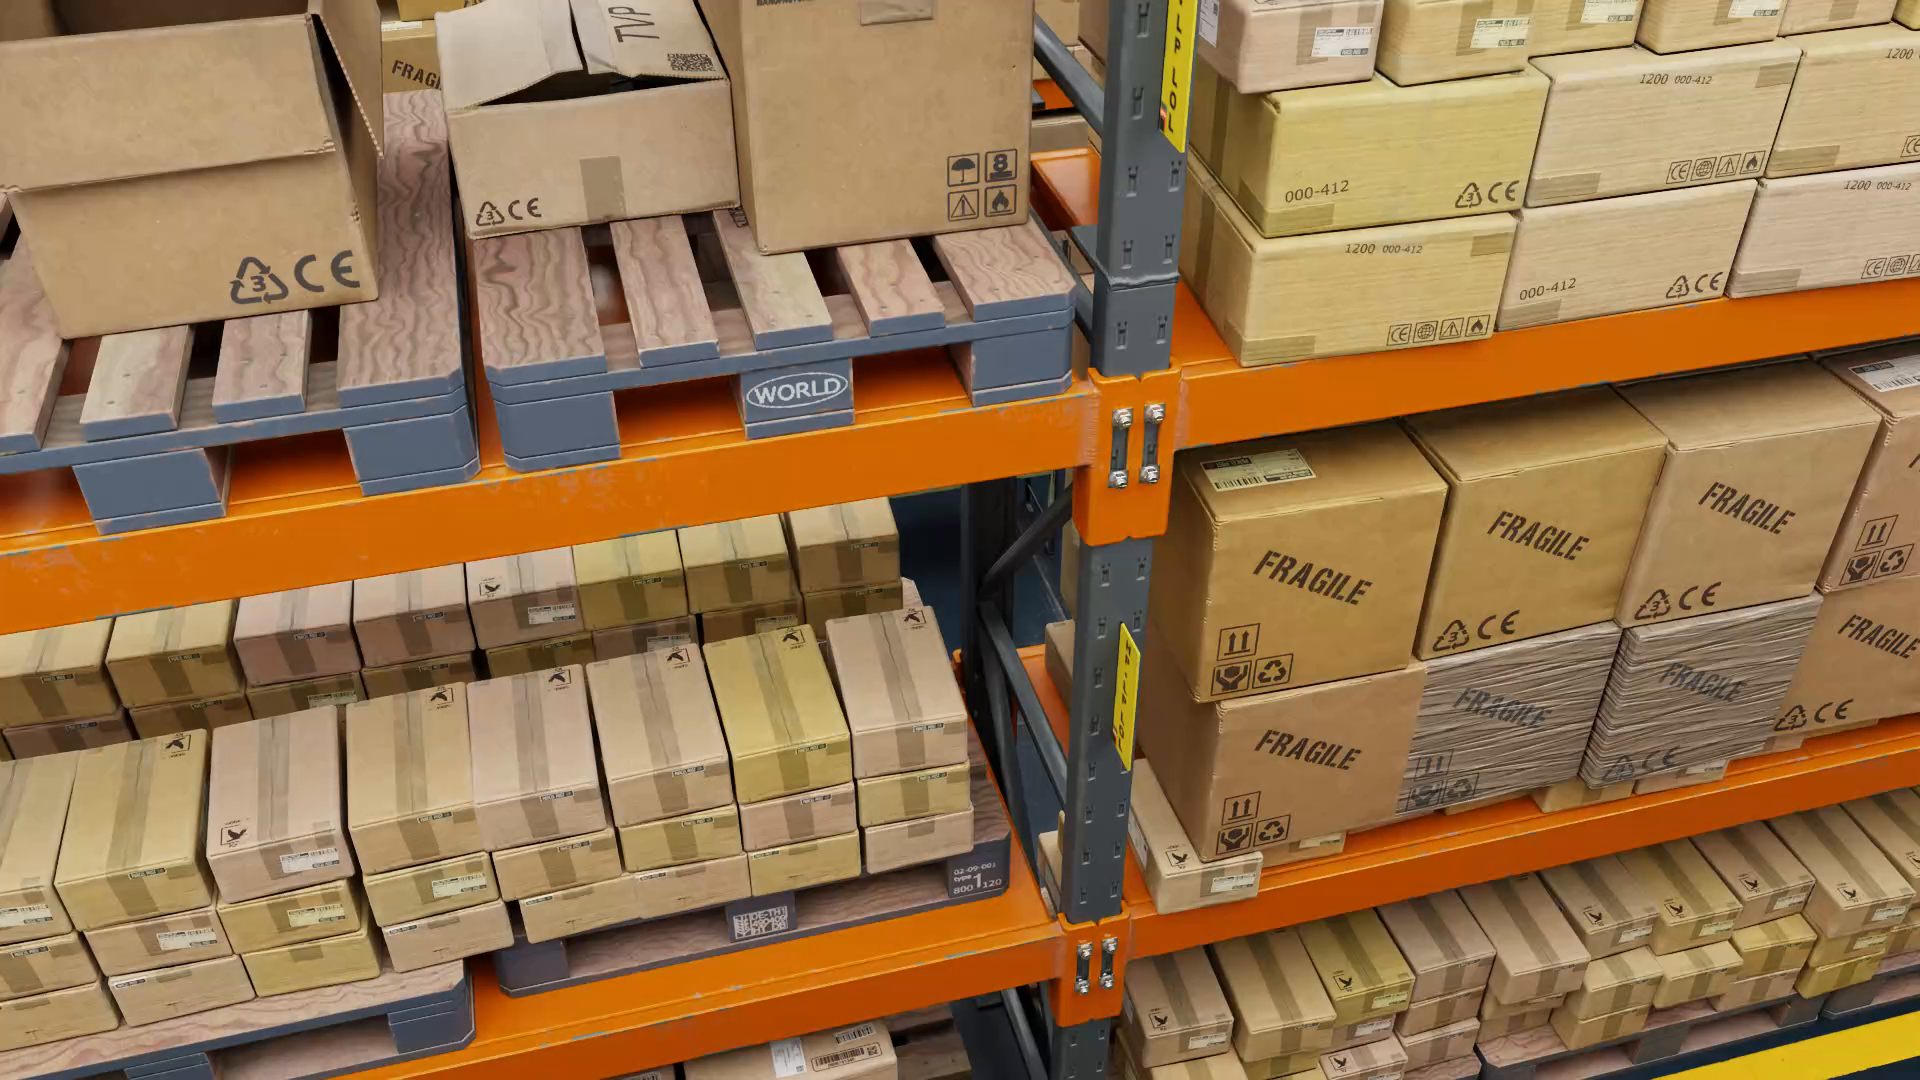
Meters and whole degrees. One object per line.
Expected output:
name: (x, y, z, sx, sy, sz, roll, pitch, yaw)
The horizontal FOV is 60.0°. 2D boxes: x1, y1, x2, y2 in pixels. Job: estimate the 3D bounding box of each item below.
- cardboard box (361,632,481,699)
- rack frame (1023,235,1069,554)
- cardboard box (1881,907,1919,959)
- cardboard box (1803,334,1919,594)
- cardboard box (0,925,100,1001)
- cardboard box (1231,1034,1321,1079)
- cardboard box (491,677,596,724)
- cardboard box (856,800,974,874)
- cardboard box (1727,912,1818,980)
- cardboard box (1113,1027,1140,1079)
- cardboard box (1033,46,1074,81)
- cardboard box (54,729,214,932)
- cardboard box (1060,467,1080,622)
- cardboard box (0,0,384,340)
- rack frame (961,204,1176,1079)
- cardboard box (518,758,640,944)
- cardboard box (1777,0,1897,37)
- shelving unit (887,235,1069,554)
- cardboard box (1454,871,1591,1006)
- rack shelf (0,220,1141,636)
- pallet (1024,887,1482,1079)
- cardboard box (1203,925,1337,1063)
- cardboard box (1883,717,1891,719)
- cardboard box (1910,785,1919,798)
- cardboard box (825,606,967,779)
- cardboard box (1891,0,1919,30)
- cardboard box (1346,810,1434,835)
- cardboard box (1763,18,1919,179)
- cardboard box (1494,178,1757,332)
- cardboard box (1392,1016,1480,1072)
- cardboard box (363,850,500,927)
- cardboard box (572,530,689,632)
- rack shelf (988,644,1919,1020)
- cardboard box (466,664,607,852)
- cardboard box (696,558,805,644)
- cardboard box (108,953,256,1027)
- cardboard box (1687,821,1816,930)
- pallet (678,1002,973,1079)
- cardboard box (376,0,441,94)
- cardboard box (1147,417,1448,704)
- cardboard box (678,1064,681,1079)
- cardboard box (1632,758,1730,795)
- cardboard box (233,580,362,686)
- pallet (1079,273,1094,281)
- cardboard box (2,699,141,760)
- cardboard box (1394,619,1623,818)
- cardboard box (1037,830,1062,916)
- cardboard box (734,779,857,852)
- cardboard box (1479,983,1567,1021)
cardboard box: (-1.319, 0.236, 4.089, 0.250, 0.149, 0.380, -8, 38, -10)
rack frame: (0.347, -0.653, 6.869, 0.023, 1.500, 0.400, -9, 38, -12)
cardboard box: (2.864, 1.135, 5.298, 0.250, 0.149, 0.380, -9, 38, -11)
cardboard box: (2.177, -0.257, 3.968, 0.500, 0.500, 0.500, -11, 39, -14)
cardboard box: (-1.909, 0.744, 3.425, 0.250, 0.149, 0.380, -10, 38, -12)
cardboard box: (0.845, 1.344, 4.780, 0.250, 0.149, 0.380, -9, 38, -12)
cardboard box: (-1.060, 0.309, 4.239, 0.250, 0.149, 0.380, -9, 38, -11)
cardboard box: (-0.141, 0.571, 3.896, 0.250, 0.149, 0.380, -10, 39, -13)
cardboard box: (2.367, 1.127, 5.064, 0.250, 0.149, 0.380, -7, 38, -10)
cardboard box: (0.626, 1.556, 4.748, 0.250, 0.149, 0.380, -11, 39, -14)
cardboard box: (0.376, -2.385, 8.106, 0.250, 0.149, 0.380, -10, 39, -13)
cardboard box: (-1.664, 0.584, 3.390, 0.250, 0.149, 0.380, -10, 39, -13)
cardboard box: (0.584, 0.059, 4.377, 0.500, 0.500, 0.500, -9, 38, -12)
cardboard box: (-1.335, -0.772, 2.891, 0.637, 0.503, 0.797, -10, 38, -13)
rack frame: (0.191, 0.459, 4.181, 0.127, 3.000, 1.000, -9, 38, -12)
cardboard box: (-0.875, 0.691, 3.739, 0.250, 0.149, 0.380, -11, 39, -14)
cardboard box: (1.541, -1.097, 3.131, 0.250, 0.149, 0.380, -10, 39, -13)
shelving unit: (-0.006, -0.595, 6.793, 0.755, 1.500, 0.431, -9, 38, -12)
cardboard box: (1.603, 1.131, 4.814, 0.250, 0.149, 0.380, -9, 38, -11)
rack shelf: (-1.740, -0.130, 3.074, 4.000, 0.370, 1.077, -9, 38, -12)
pallet: (0.830, 1.440, 5.194, 1.213, 0.211, 1.003, -9, 38, -12)
cardboard box: (0.859, 1.247, 4.663, 0.250, 0.149, 0.380, -8, 38, -10)
cardboard box: (2.545, 0.295, 4.602, 0.250, 0.149, 0.380, -11, 39, -14)
cardboard box: (3.133, 0.909, 5.104, 0.250, 0.149, 0.380, -10, 39, -13)
cardboard box: (-0.146, 0.334, 3.716, 0.250, 0.149, 0.380, -8, 38, -10)
cardboard box: (1.816, -1.114, 3.152, 0.250, 0.149, 0.380, -7, 38, -10)
cardboard box: (1.024, 0.549, 4.271, 0.250, 0.149, 0.380, -11, 39, -14)
cardboard box: (1.690, -0.954, 3.272, 0.500, 0.250, 0.500, -9, 38, -11)
cardboard box: (1.188, -0.676, 3.319, 0.500, 0.250, 0.500, -10, 39, -13)
cardboard box: (1.342, 1.374, 4.986, 0.250, 0.149, 0.380, -10, 39, -13)
cardboard box: (-1.150, 0.619, 3.588, 0.250, 0.149, 0.380, -11, 39, -14)
cardboard box: (-0.825, 0.035, 4.106, 0.250, 0.149, 0.380, -9, 38, -12)
rack shelf: (2.122, 0.428, 4.814, 4.000, 0.370, 1.077, -9, 38, -12)
cardboard box: (-0.908, 0.459, 3.553, 0.250, 0.149, 0.380, -9, 38, -12)
cardboard box: (-0.559, 0.109, 4.255, 0.250, 0.149, 0.380, -10, 39, -13)
cardboard box: (-1.655, 0.822, 3.568, 0.250, 0.149, 0.380, -11, 39, -13)
cardboard box: (2.338, 0.965, 5.031, 0.250, 0.149, 0.380, -11, 39, -13)
pallet: (-0.560, 1.691, 4.866, 1.213, 0.211, 1.003, -9, 38, -12)
cardboard box: (-2.367, -2.110, 7.458, 0.500, 0.500, 0.500, -10, 38, -12)
cardboard box: (0.690, -0.024, 3.663, 0.500, 0.500, 0.500, -8, 38, -11)
cardboard box: (-0.953, 1.631, 4.360, 0.500, 0.500, 0.500, -10, 39, -13)
cardboard box: (1.808, 0.469, 4.375, 0.250, 0.149, 0.380, -8, 38, -10)
cardboard box: (-1.557, 0.154, 3.951, 0.250, 0.149, 0.380, -8, 38, -10)
pallet: (0.930, -1.629, 9.205, 1.213, 0.211, 1.003, -9, 38, -12)
cardboard box: (-2.068, 0.357, 3.931, 0.250, 0.149, 0.380, -8, 38, -11)
cardboard box: (1.211, 0.288, 4.077, 0.500, 0.500, 0.500, -9, 38, -12)
cardboard box: (0.412, 1.070, 5.138, 0.250, 0.149, 0.380, -9, 38, -11)
cardboard box: (-0.396, 0.495, 3.750, 0.250, 0.149, 0.380, -9, 38, -12)
cardboard box: (1.604, 1.214, 4.951, 0.250, 0.149, 0.380, -8, 38, -10)
